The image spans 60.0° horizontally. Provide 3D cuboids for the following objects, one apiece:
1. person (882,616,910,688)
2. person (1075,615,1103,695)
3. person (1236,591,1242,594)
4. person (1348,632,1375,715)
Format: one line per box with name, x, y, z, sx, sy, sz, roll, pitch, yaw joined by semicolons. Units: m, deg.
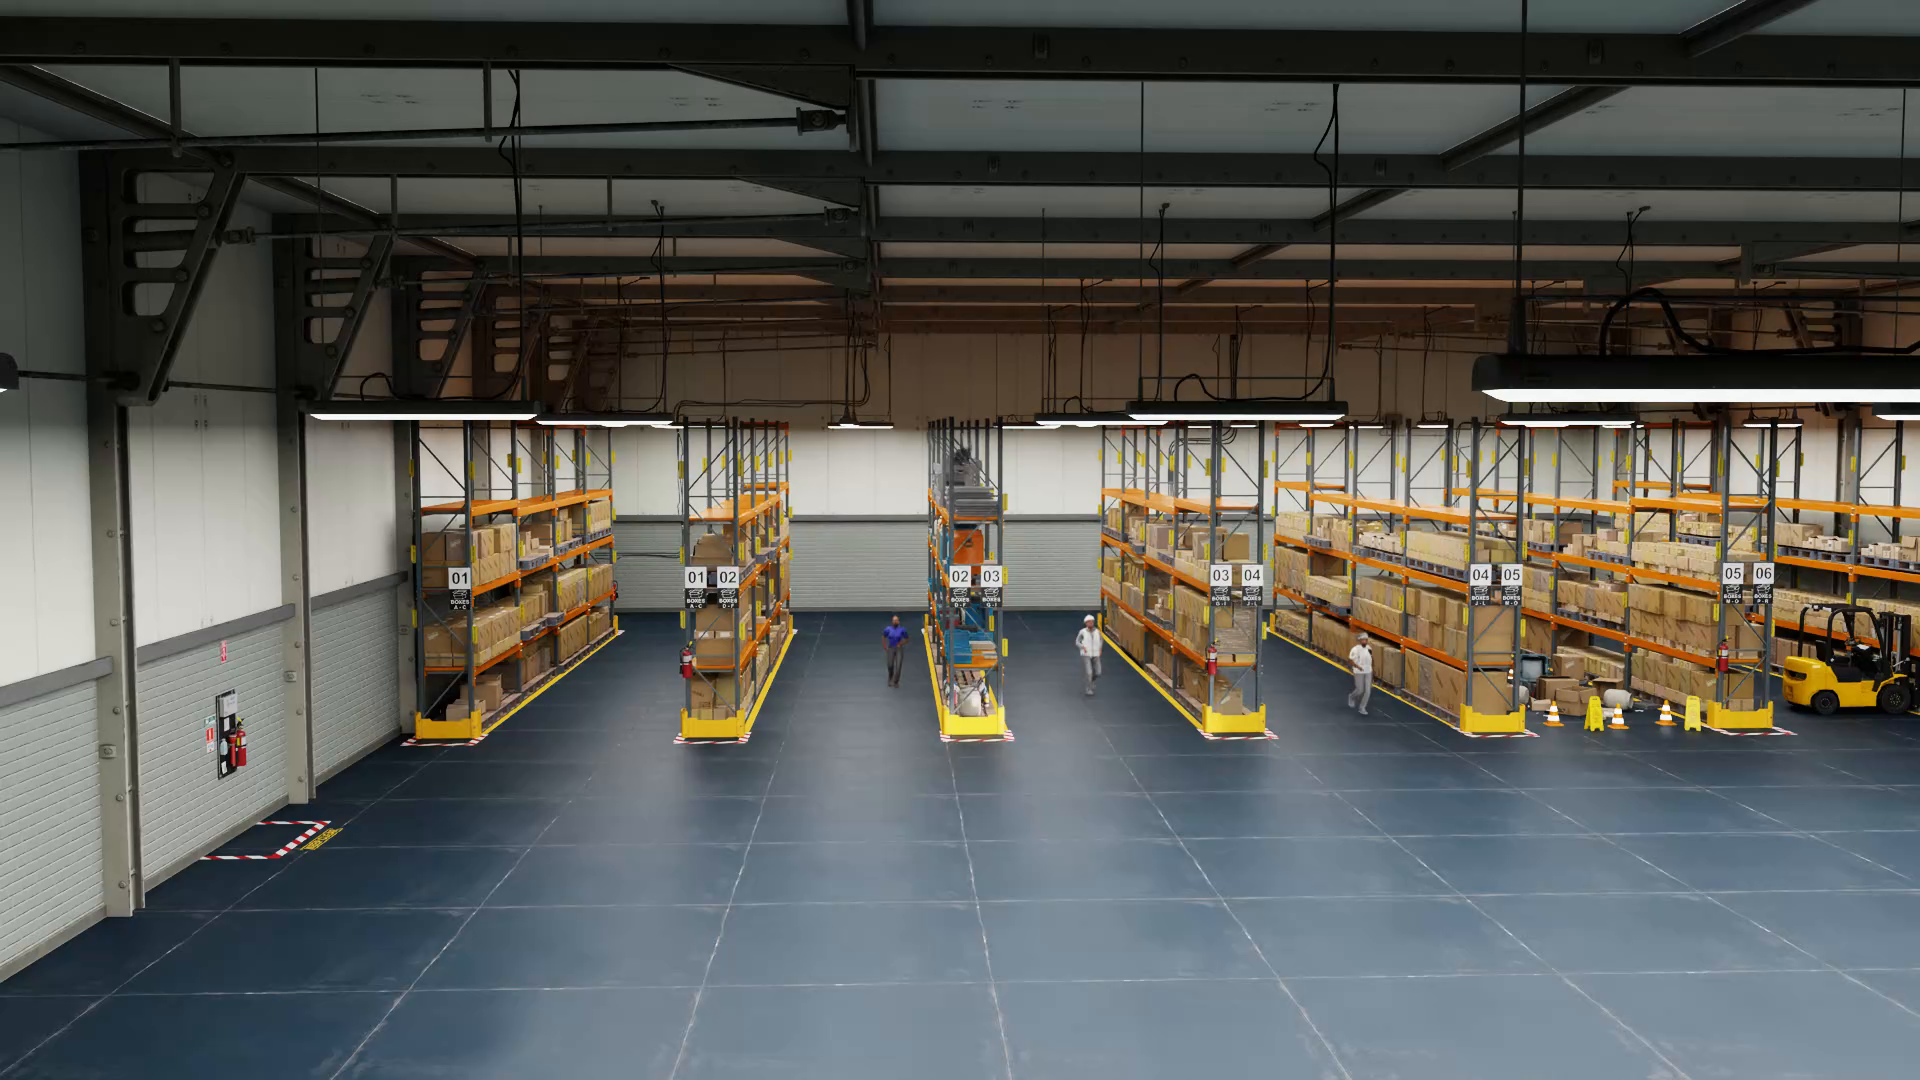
person;-1.427;2.492;36.919;0.628;1.621;0.536;0;4;2
person;2.837;2.499;36.183;0.656;1.722;0.603;-1;4;-14
person;7.842;1.852;45.829;0.712;1.806;0.946;1;4;8
person;8.163;2.690;33.776;0.572;1.659;0.617;-1;4;-15
